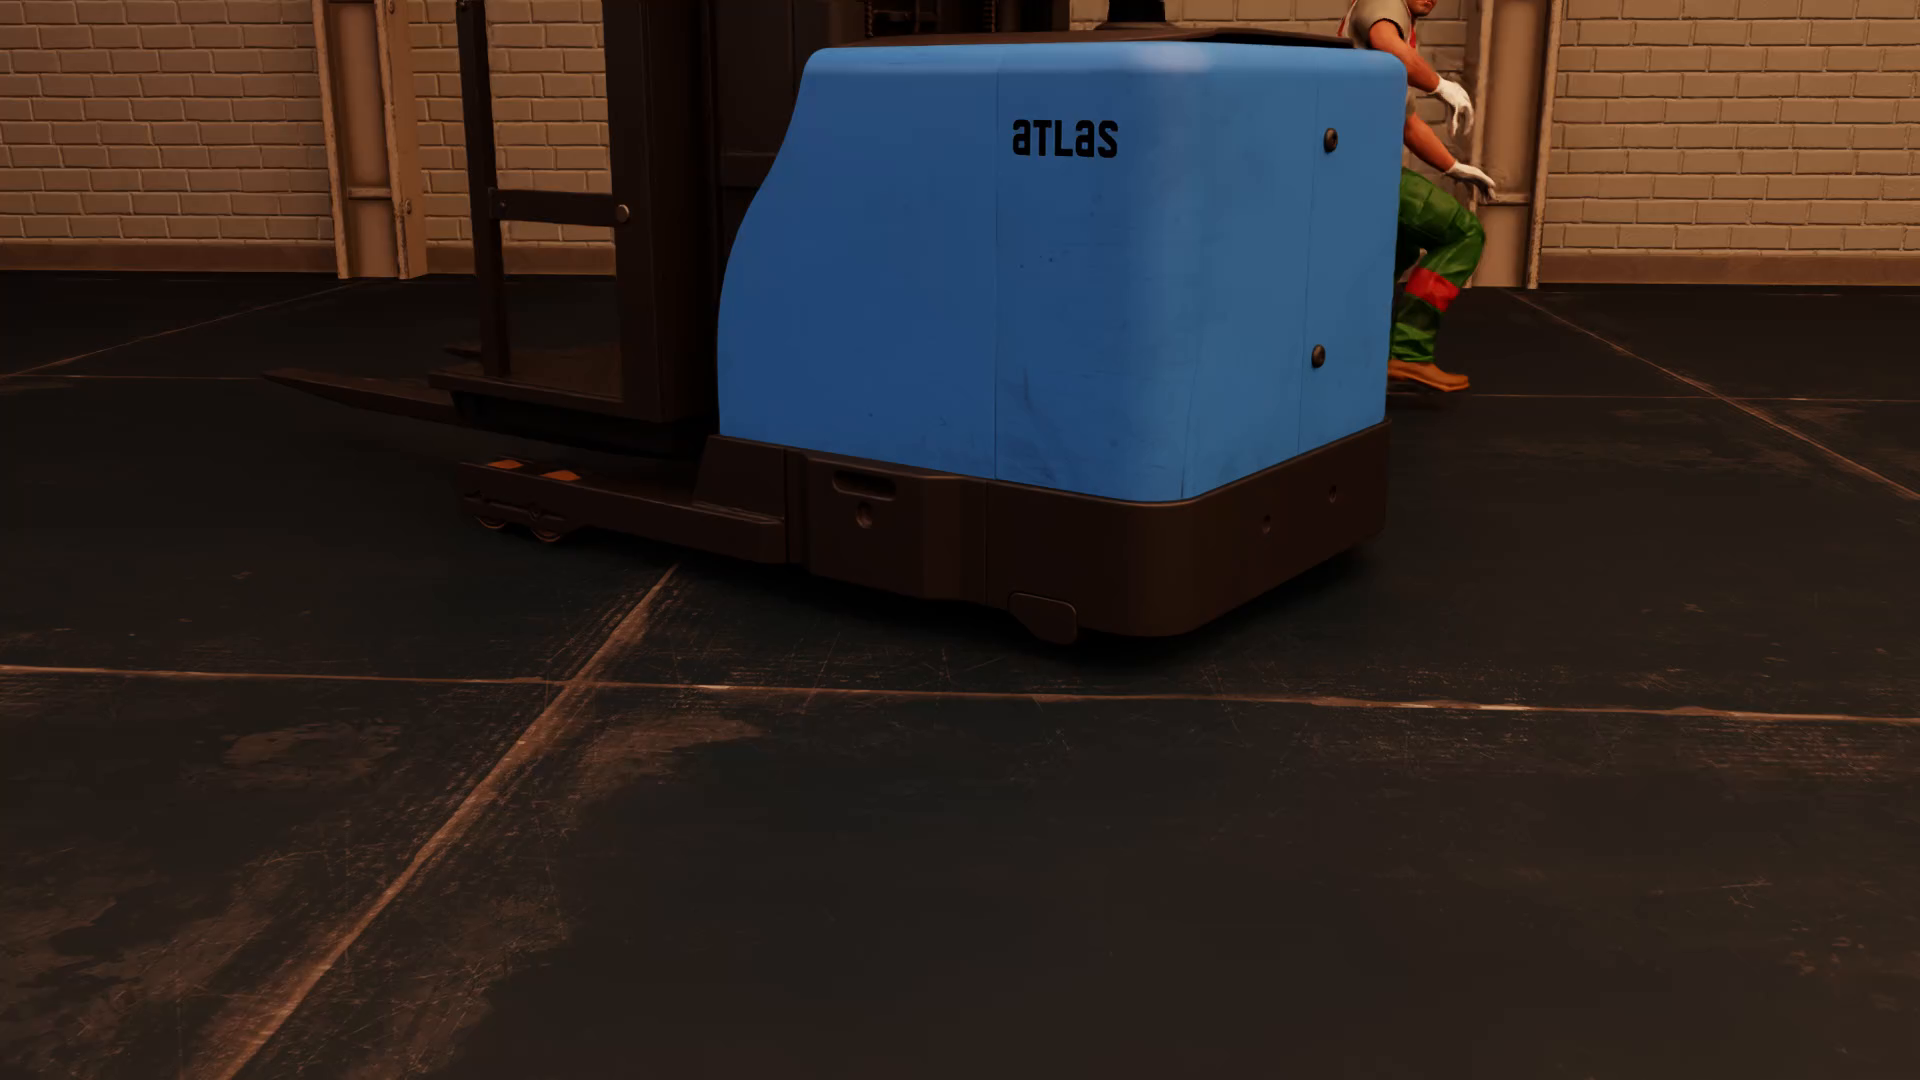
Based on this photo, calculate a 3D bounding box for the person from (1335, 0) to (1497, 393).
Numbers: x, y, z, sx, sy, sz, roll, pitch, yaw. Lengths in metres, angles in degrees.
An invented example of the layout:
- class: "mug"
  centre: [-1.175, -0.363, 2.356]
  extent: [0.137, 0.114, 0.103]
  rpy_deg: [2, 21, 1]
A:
- class: "person"
  centre: [1.485, -1.214, 5.502]
  extent: [0.853, 1.528, 0.852]
  rpy_deg: [-1, 15, -3]

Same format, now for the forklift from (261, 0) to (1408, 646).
- class: "forklift"
  centre: [-0.560, -1.508, 3.773]
  extent: [3.031, 2.935, 1.130]
  rpy_deg: [11, 19, 35]
